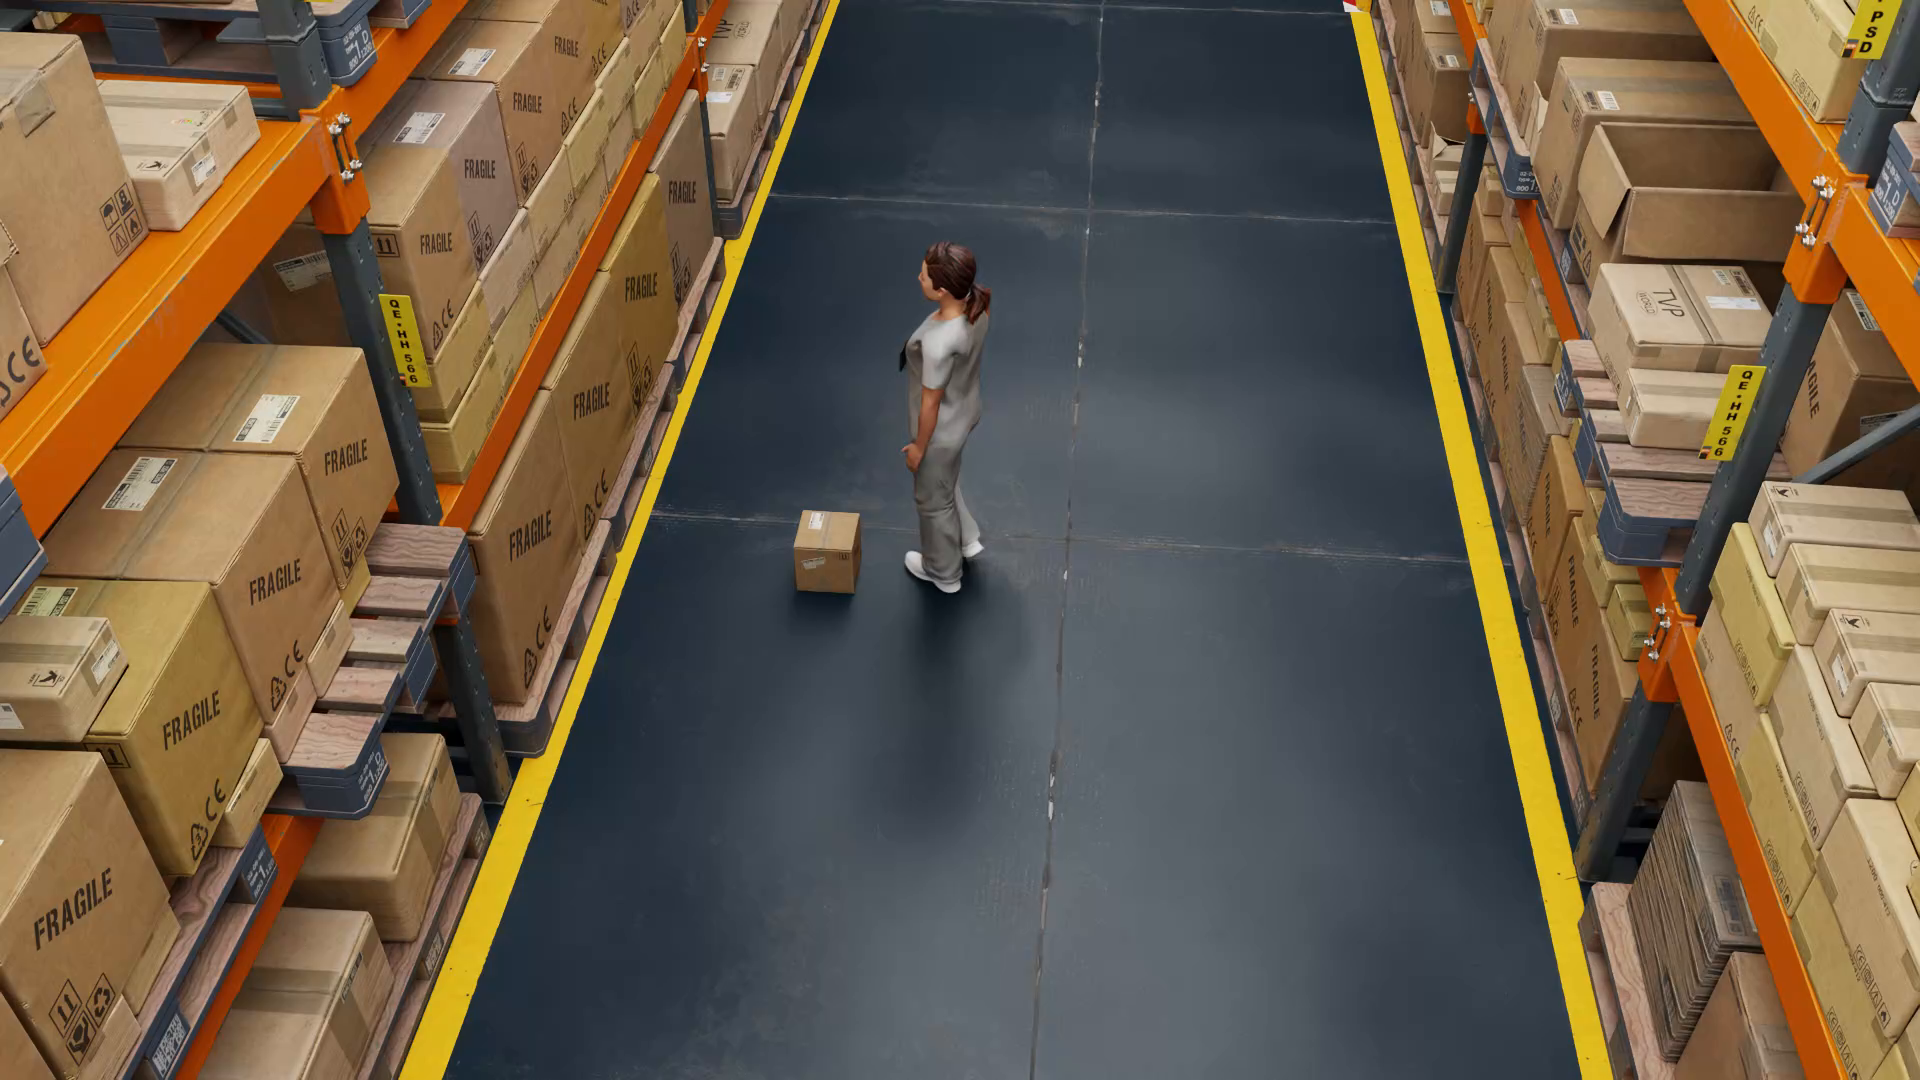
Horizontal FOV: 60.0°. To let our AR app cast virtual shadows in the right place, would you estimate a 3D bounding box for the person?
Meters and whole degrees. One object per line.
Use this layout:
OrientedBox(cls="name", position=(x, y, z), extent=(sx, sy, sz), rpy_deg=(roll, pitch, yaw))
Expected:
OrientedBox(cls="person", position=(-0.075, -0.461, 6.710), extent=(0.433, 1.698, 0.465), rpy_deg=(17, 43, 19))
